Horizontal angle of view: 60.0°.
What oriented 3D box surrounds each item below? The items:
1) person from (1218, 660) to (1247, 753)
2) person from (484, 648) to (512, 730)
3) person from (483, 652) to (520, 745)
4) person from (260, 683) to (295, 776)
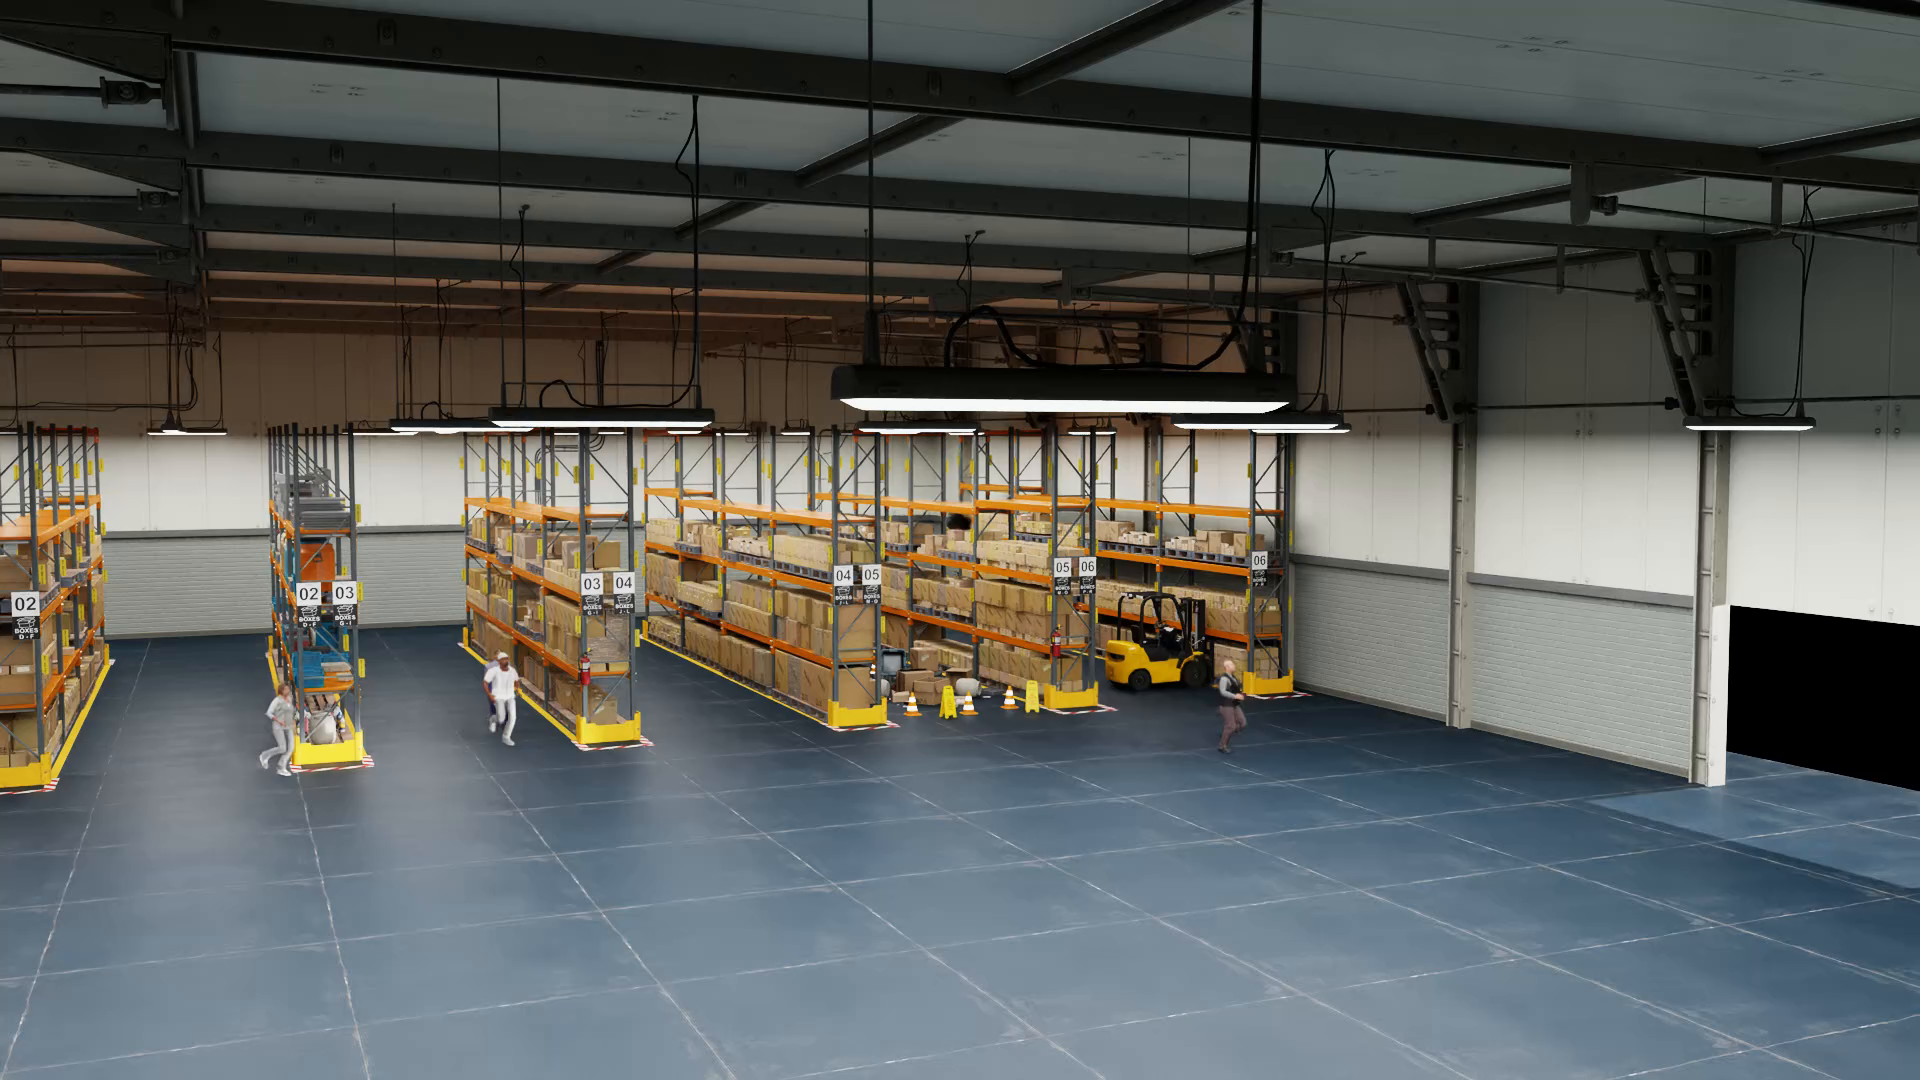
[{"bbox_3d":[4.943,3.063,30.231,0.555,1.620,0.708,2,4,29],"label":"person"},{"bbox_3d":[-8.930,2.951,32.289,0.617,1.713,0.717,-2,4,-27],"label":"person"},{"bbox_3d":[-8.598,2.966,31.270,0.727,1.722,0.665,-3,4,-39],"label":"person"},{"bbox_3d":[-11.600,3.222,28.371,0.596,1.562,0.558,1,4,20],"label":"person"}]
